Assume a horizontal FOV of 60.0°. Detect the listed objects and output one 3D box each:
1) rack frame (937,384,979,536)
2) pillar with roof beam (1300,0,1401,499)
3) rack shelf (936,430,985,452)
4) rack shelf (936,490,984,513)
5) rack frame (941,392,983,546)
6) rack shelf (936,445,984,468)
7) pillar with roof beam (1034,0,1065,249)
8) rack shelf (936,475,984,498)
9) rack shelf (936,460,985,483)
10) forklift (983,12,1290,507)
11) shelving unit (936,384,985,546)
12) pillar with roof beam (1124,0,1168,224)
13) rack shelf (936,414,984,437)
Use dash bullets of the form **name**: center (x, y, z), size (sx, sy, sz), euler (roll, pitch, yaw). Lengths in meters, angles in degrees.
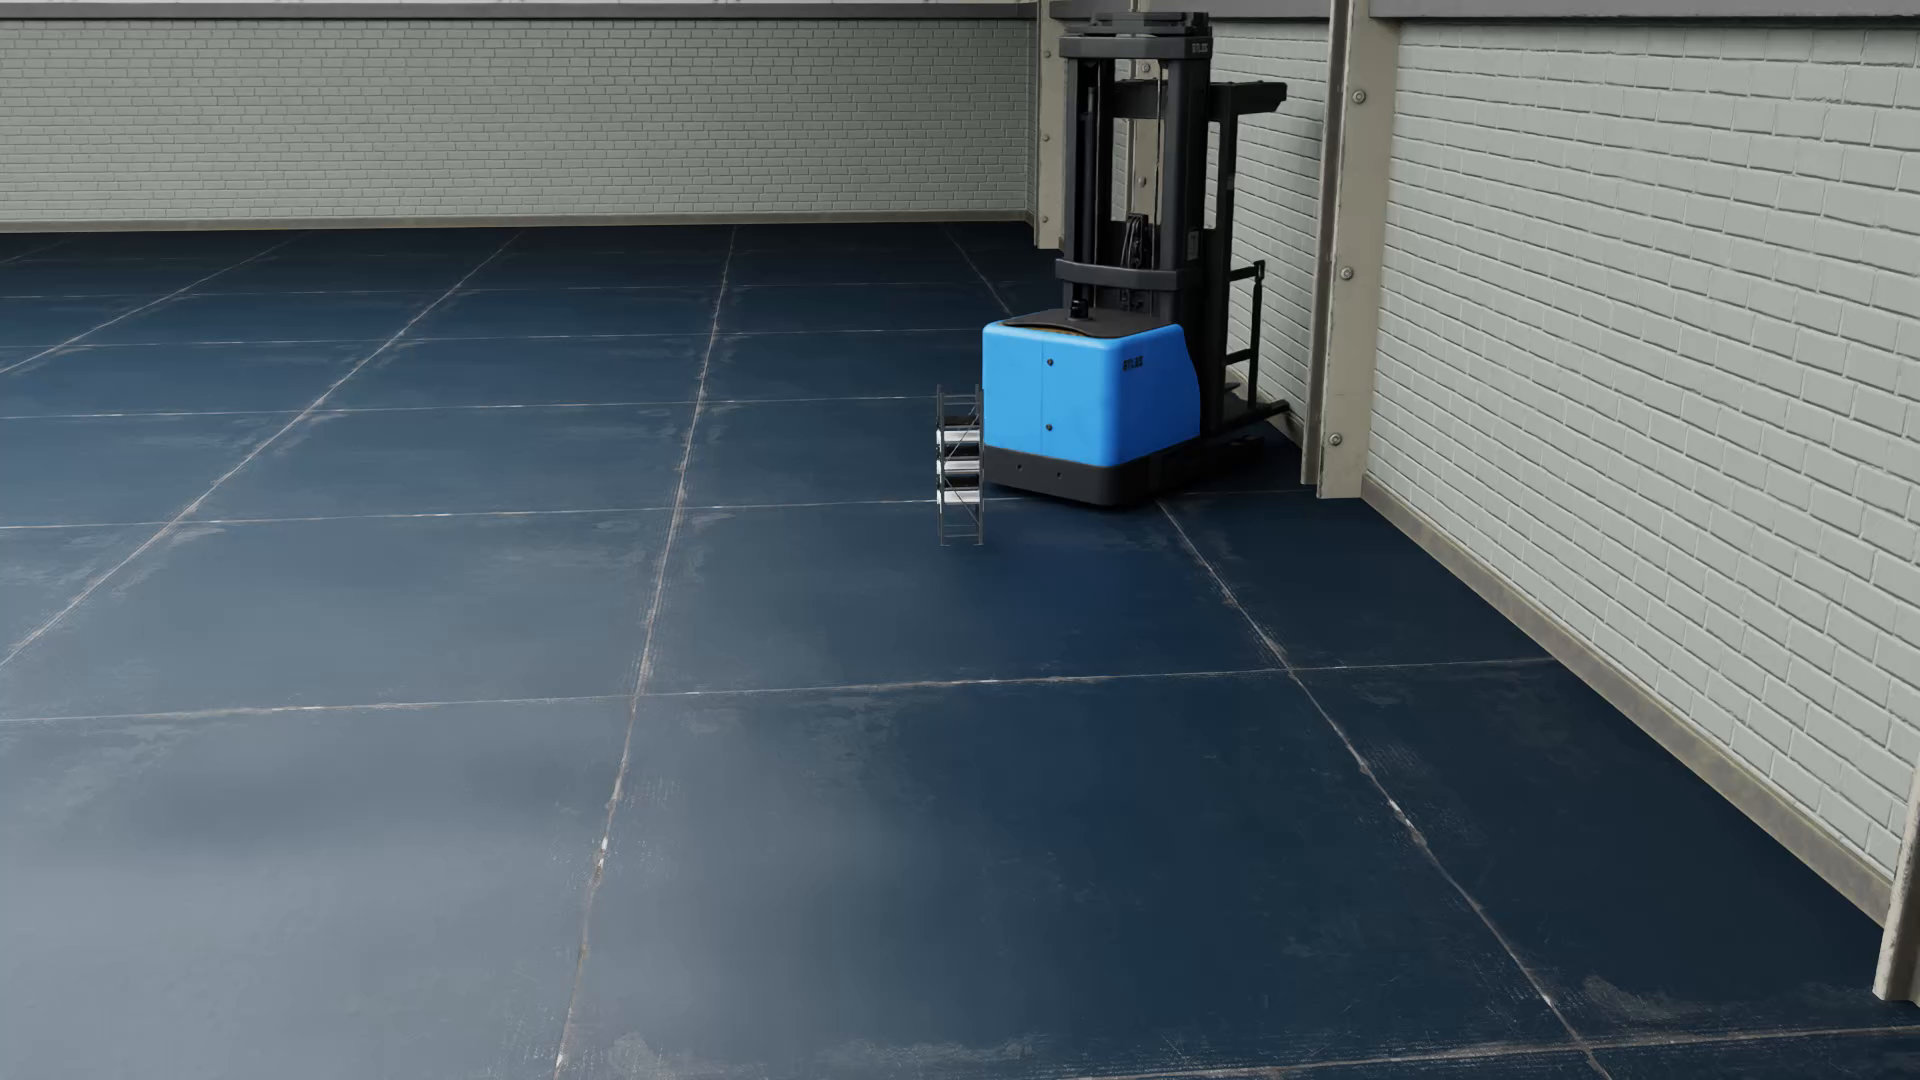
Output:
- **rack frame**: center (-0.010, -0.457, 9.631), size (0.240, 0.900, 0.006), euler (-2, 18, -6)
- **pillar with roof beam**: center (-1.881, -4.487, 8.945), size (9.100, 9.000, 0.400), euler (-2, 18, -6)
- **rack shelf**: center (0.001, -0.567, 9.491), size (0.258, 0.077, 0.200), euler (-2, 18, -6)
- **rack shelf**: center (0.001, -0.223, 9.598), size (0.258, 0.077, 0.200), euler (-2, 18, -6)
- **rack frame**: center (0.011, -0.397, 9.438), size (0.240, 0.900, 0.006), euler (-2, 18, -6)
- **rack shelf**: center (0.001, -0.481, 9.518), size (0.258, 0.077, 0.200), euler (-2, 18, -6)
- **pillar with roof beam**: center (-3.118, -8.062, 20.333), size (9.100, 9.000, 0.400), euler (-2, 18, -6)
- **rack shelf**: center (0.001, -0.309, 9.572), size (0.258, 0.077, 0.200), euler (-2, 18, -6)
- **rack shelf**: center (0.001, -0.395, 9.545), size (0.258, 0.077, 0.200), euler (-2, 18, -6)
- **forklift**: center (1.435, -1.980, 11.090), size (1.130, 2.935, 3.031), euler (13, 22, 36)
- **shelving unit**: center (0.001, -0.427, 9.535), size (0.258, 0.900, 0.210), euler (-2, 18, -6)
- **pillar with roof beam**: center (-2.499, -6.274, 14.639), size (9.100, 9.000, 0.400), euler (-2, 18, -6)
- **rack shelf**: center (0.001, -0.653, 9.464), size (0.258, 0.077, 0.200), euler (-2, 18, -6)
